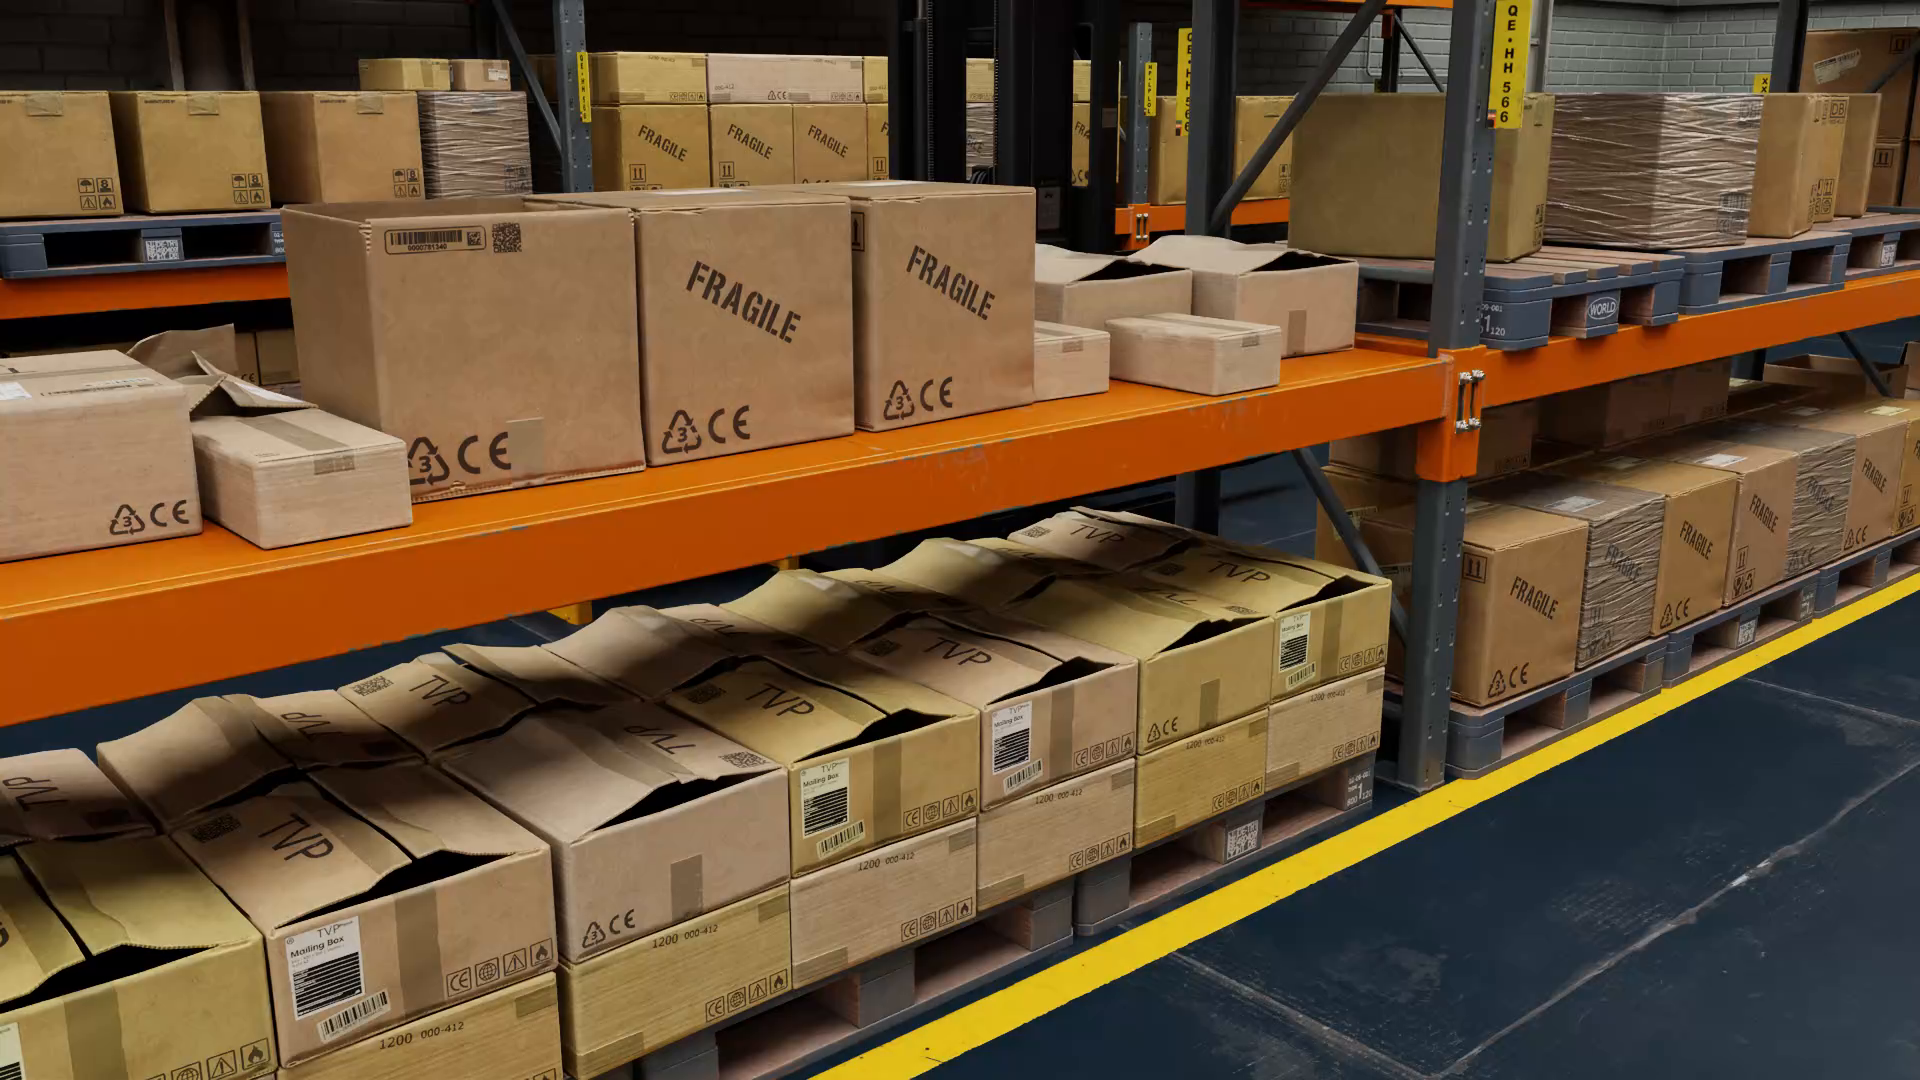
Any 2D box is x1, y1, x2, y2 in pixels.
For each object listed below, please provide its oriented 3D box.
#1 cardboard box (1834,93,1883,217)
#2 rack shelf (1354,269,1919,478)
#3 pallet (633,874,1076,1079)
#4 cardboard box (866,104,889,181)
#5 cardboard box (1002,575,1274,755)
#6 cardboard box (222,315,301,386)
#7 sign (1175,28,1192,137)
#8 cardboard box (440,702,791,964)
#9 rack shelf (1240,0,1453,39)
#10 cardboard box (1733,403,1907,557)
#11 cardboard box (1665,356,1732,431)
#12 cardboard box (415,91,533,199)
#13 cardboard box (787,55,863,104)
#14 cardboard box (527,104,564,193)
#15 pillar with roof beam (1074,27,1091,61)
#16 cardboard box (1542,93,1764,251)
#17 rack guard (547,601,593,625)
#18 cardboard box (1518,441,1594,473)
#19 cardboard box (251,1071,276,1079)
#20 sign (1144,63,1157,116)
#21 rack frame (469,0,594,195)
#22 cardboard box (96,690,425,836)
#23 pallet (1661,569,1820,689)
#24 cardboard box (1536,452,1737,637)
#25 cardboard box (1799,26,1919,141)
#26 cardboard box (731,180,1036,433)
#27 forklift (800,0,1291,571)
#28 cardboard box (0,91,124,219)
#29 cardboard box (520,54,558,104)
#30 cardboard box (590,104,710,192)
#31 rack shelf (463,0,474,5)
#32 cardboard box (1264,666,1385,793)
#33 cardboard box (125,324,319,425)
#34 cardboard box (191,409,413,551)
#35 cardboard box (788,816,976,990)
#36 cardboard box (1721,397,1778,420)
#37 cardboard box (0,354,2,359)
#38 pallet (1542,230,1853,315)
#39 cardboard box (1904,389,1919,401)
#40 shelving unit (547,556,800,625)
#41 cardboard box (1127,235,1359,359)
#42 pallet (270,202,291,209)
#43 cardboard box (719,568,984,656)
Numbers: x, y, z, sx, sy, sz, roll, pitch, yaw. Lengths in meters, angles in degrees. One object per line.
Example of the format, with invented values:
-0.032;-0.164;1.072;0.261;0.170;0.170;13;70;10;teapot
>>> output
3.592;-1.691;7.262;0.700;0.500;0.500;8;17;28;cardboard box
2.588;-0.790;6.291;4.000;0.370;1.077;-13;19;-39;rack shelf
-0.488;0.885;4.026;1.213;0.211;1.003;-13;19;-39;pallet
-0.477;-2.258;9.580;0.500;0.500;0.500;-12;19;-38;cardboard box
0.458;0.281;4.312;0.500;0.311;0.500;-13;20;-40;cardboard box
-3.156;-0.914;7.896;0.500;0.250;0.500;-12;19;-38;cardboard box
0.716;-1.424;5.180;0.005;0.325;0.100;-13;19;-39;sign
-0.693;0.540;3.344;0.500;0.311;0.500;-14;20;-41;cardboard box
2.351;-3.881;12.048;4.000;0.370;1.077;-13;19;-39;rack shelf
3.534;-0.260;6.903;0.500;0.500;0.500;-13;19;-39;cardboard box
2.817;-0.640;6.872;0.500;0.250;0.500;-13;19;-39;cardboard box
-2.524;-1.942;8.162;0.700;0.500;0.500;13;20;40;cardboard box
-0.884;-2.530;9.148;0.500;0.250;0.500;-12;19;-39;cardboard box
-1.992;-2.096;8.975;0.500;0.500;0.500;-12;19;-39;cardboard box
3.628;-4.788;8.237;0.400;9.000;9.100;-13;19;-39;pillar with roof beam
2.295;-1.297;5.785;0.500;0.500;0.700;-9;17;-29;cardboard box
-1.661;0.150;6.703;0.087;0.250;0.587;-12;19;-39;rack guard
2.021;-0.096;6.287;0.500;0.500;0.500;-14;20;-41;cardboard box
-1.472;0.984;2.768;0.500;0.250;0.500;-13;20;-41;cardboard box
1.205;-2.858;10.546;0.005;0.325;0.100;-13;19;-39;sign
-2.176;-1.763;8.537;0.127;3.000;1.000;-13;19;-39;rack frame
-1.433;0.519;3.421;0.500;0.311;0.500;-12;19;-38;cardboard box
2.587;0.223;6.505;1.213;0.211;1.003;-13;19;-39;pallet
2.383;0.001;5.926;0.500;0.500;0.500;-13;20;-40;cardboard box
4.308;-2.144;7.834;0.500;0.500;0.500;-13;19;-39;cardboard box
-0.176;-0.560;3.840;0.500;0.500;0.500;-14;20;-42;cardboard box
0.474;-1.523;7.772;3.031;2.935;1.130;-13;20;-40;forklift
-3.884;-1.637;7.018;0.500;0.500;0.700;-10;18;-32;cardboard box
-2.004;-2.454;8.863;0.500;0.250;0.500;-12;19;-38;cardboard box
-1.641;-1.997;8.605;0.500;0.500;0.500;-12;19;-38;cardboard box
-3.684;-2.526;6.975;4.000;0.370;1.077;-13;19;-39;rack shelf
0.842;0.463;4.719;0.500;0.250;0.500;-12;19;-38;cardboard box
-1.396;-0.241;3.101;0.258;0.266;0.396;-13;20;-41;cardboard box
-1.136;-0.110;2.838;0.250;0.149;0.380;-13;19;-39;cardboard box
-0.312;0.723;3.744;0.500;0.250;0.500;-12;19;-38;cardboard box
3.176;-0.355;7.256;0.500;0.500;0.500;-12;19;-39;cardboard box
-4.319;-0.656;6.930;0.500;0.250;0.500;-13;20;-41;cardboard box
2.543;-1.037;6.191;1.213;0.211;1.003;-13;19;-39;pallet
4.906;-0.669;8.800;0.500;0.311;0.500;-13;19;-39;cardboard box
-1.283;-0.537;6.855;1.083;1.500;0.587;-12;19;-39;shelving unit
0.776;-0.703;4.742;0.500;0.311;0.500;-11;19;-36;cardboard box
-2.643;-1.529;8.033;1.003;0.211;1.213;-13;19;-39;pallet
-0.286;0.264;4.378;0.500;0.311;0.500;-13;20;-41;cardboard box
